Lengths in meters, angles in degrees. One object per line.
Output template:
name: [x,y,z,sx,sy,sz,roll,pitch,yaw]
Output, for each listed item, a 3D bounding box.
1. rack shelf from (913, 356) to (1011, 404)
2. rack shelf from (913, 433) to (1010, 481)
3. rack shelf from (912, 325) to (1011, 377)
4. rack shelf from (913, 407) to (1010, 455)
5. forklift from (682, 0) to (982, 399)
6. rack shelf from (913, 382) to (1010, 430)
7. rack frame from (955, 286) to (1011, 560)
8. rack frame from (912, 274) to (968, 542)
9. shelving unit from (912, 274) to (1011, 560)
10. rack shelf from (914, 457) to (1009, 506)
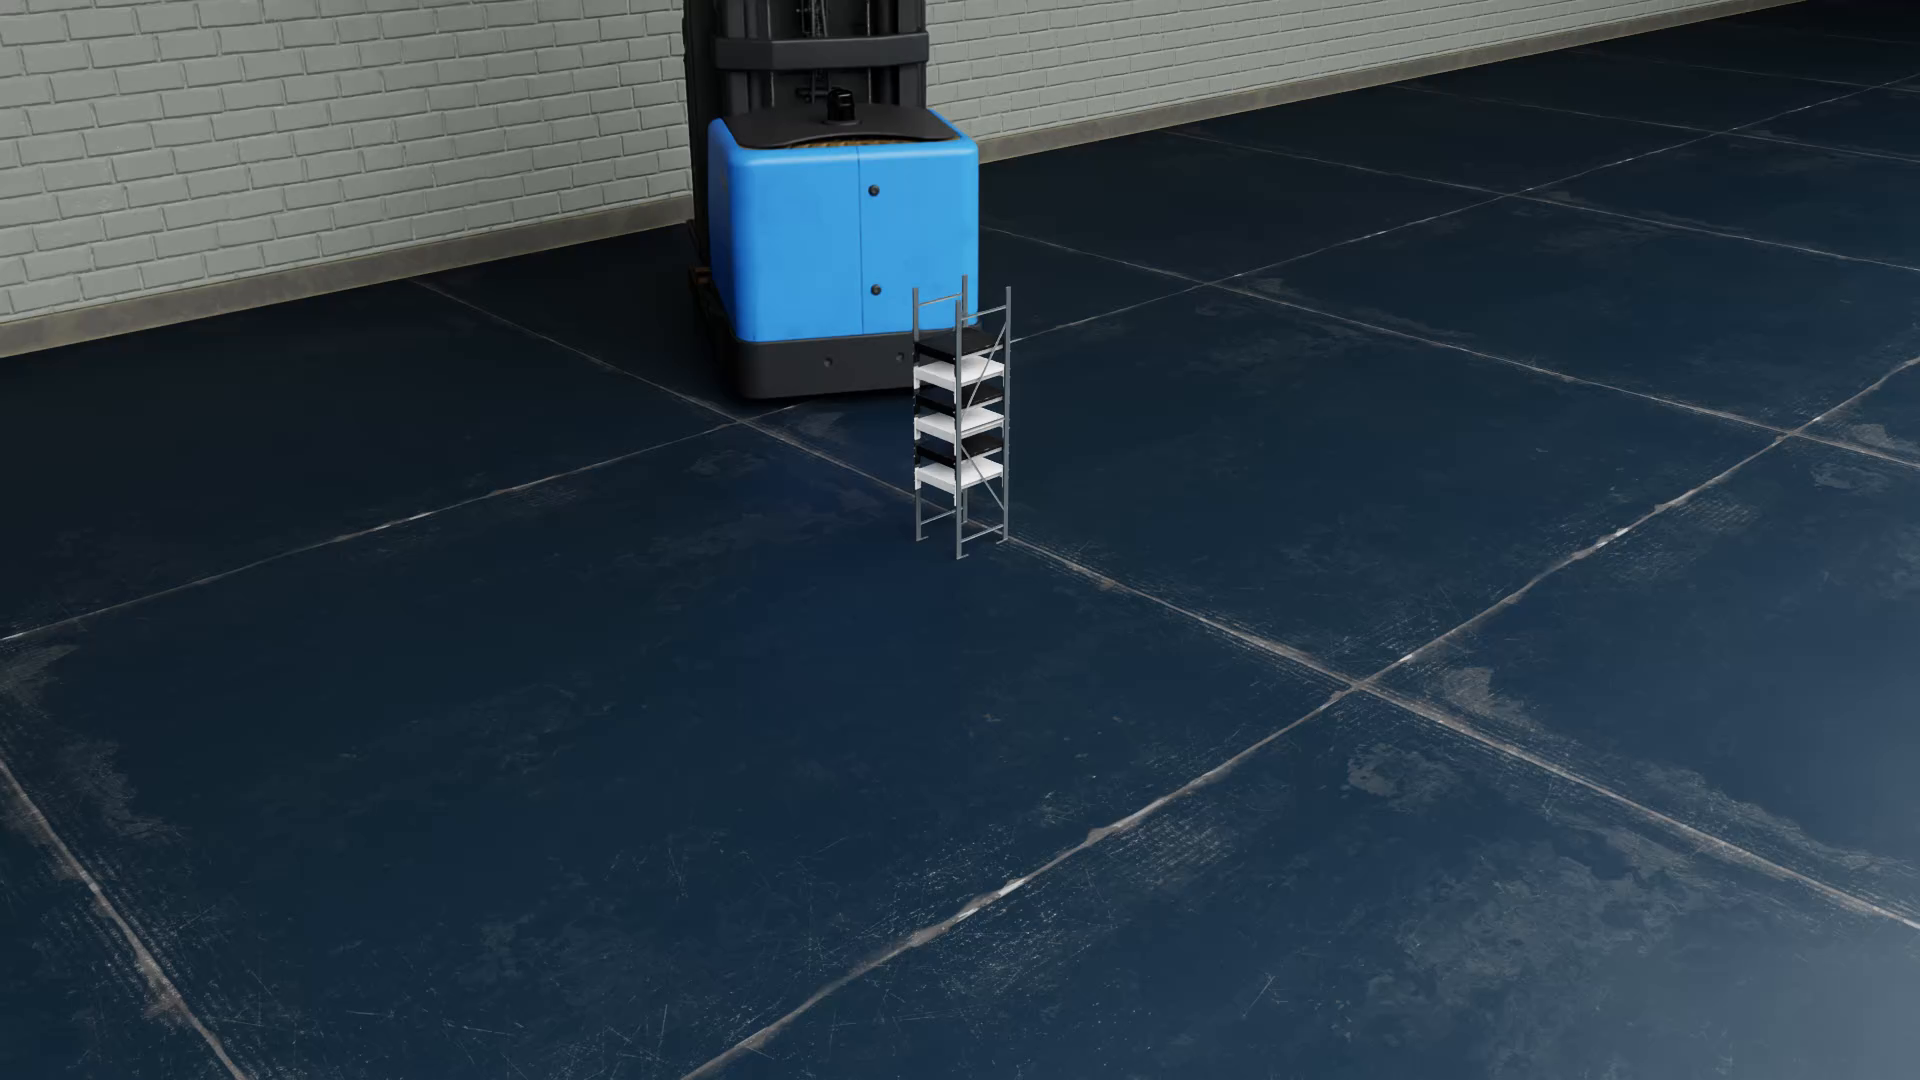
rack shelf: [0.006,-0.540,5.497,0.258,0.077,0.200,-21,32,-38]
rack shelf: [0.006,-0.295,5.609,0.258,0.077,0.200,-21,32,-38]
rack shelf: [0.006,-0.622,5.460,0.258,0.077,0.200,-21,32,-38]
rack shelf: [0.006,-0.377,5.572,0.258,0.077,0.200,-21,32,-38]
forklift: [-0.755,-2.502,7.702,1.130,2.935,3.031,-6,25,-12]
rack shelf: [0.006,-0.459,5.534,0.258,0.077,0.200,-21,32,-38]
rack frame: [0.075,-0.376,5.490,0.240,0.900,0.006,-21,32,-38]
rack frame: [-0.064,-0.438,5.625,0.240,0.900,0.006,-21,32,-38]
shelving unit: [0.006,-0.407,5.558,0.258,0.900,0.210,-21,32,-38]
rack shelf: [0.006,-0.213,5.646,0.258,0.077,0.200,-21,32,-38]
